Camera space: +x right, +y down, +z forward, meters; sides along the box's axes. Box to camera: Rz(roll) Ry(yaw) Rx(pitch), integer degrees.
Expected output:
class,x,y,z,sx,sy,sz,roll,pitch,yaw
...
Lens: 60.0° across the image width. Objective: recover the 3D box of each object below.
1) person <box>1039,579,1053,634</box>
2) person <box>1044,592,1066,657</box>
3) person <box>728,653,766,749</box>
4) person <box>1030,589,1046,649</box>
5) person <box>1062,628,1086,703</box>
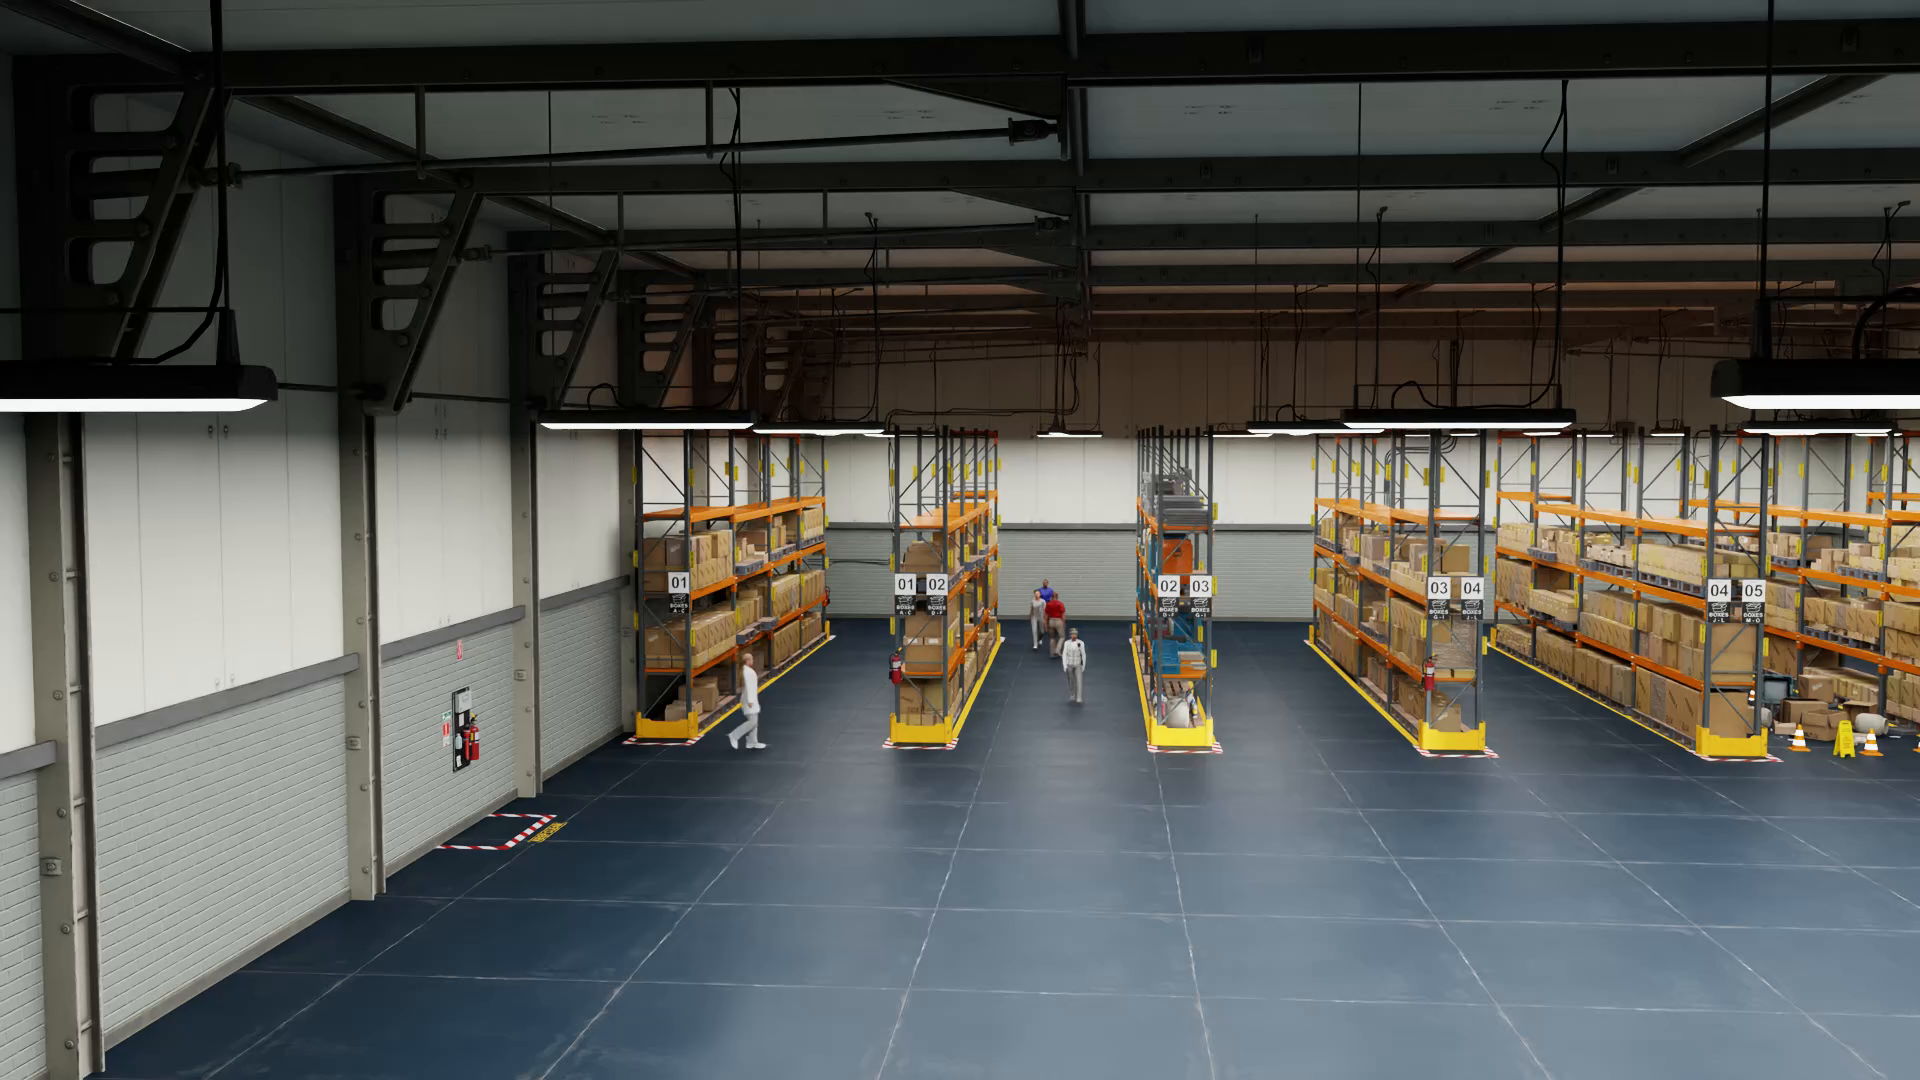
class,x,y,z,sx,sy,sz,roll,pitch,yaw
person,2.532,1.994,49.111,0.474,1.518,1.021,0,3,2
person,2.502,2.238,43.654,0.609,1.729,0.578,1,4,23
person,-3.935,2.976,30.699,0.681,1.769,0.607,0,3,-3
person,2.151,2.157,45.692,0.444,1.623,0.948,0,3,2
person,2.467,2.716,36.136,0.499,1.622,1.037,1,4,12
